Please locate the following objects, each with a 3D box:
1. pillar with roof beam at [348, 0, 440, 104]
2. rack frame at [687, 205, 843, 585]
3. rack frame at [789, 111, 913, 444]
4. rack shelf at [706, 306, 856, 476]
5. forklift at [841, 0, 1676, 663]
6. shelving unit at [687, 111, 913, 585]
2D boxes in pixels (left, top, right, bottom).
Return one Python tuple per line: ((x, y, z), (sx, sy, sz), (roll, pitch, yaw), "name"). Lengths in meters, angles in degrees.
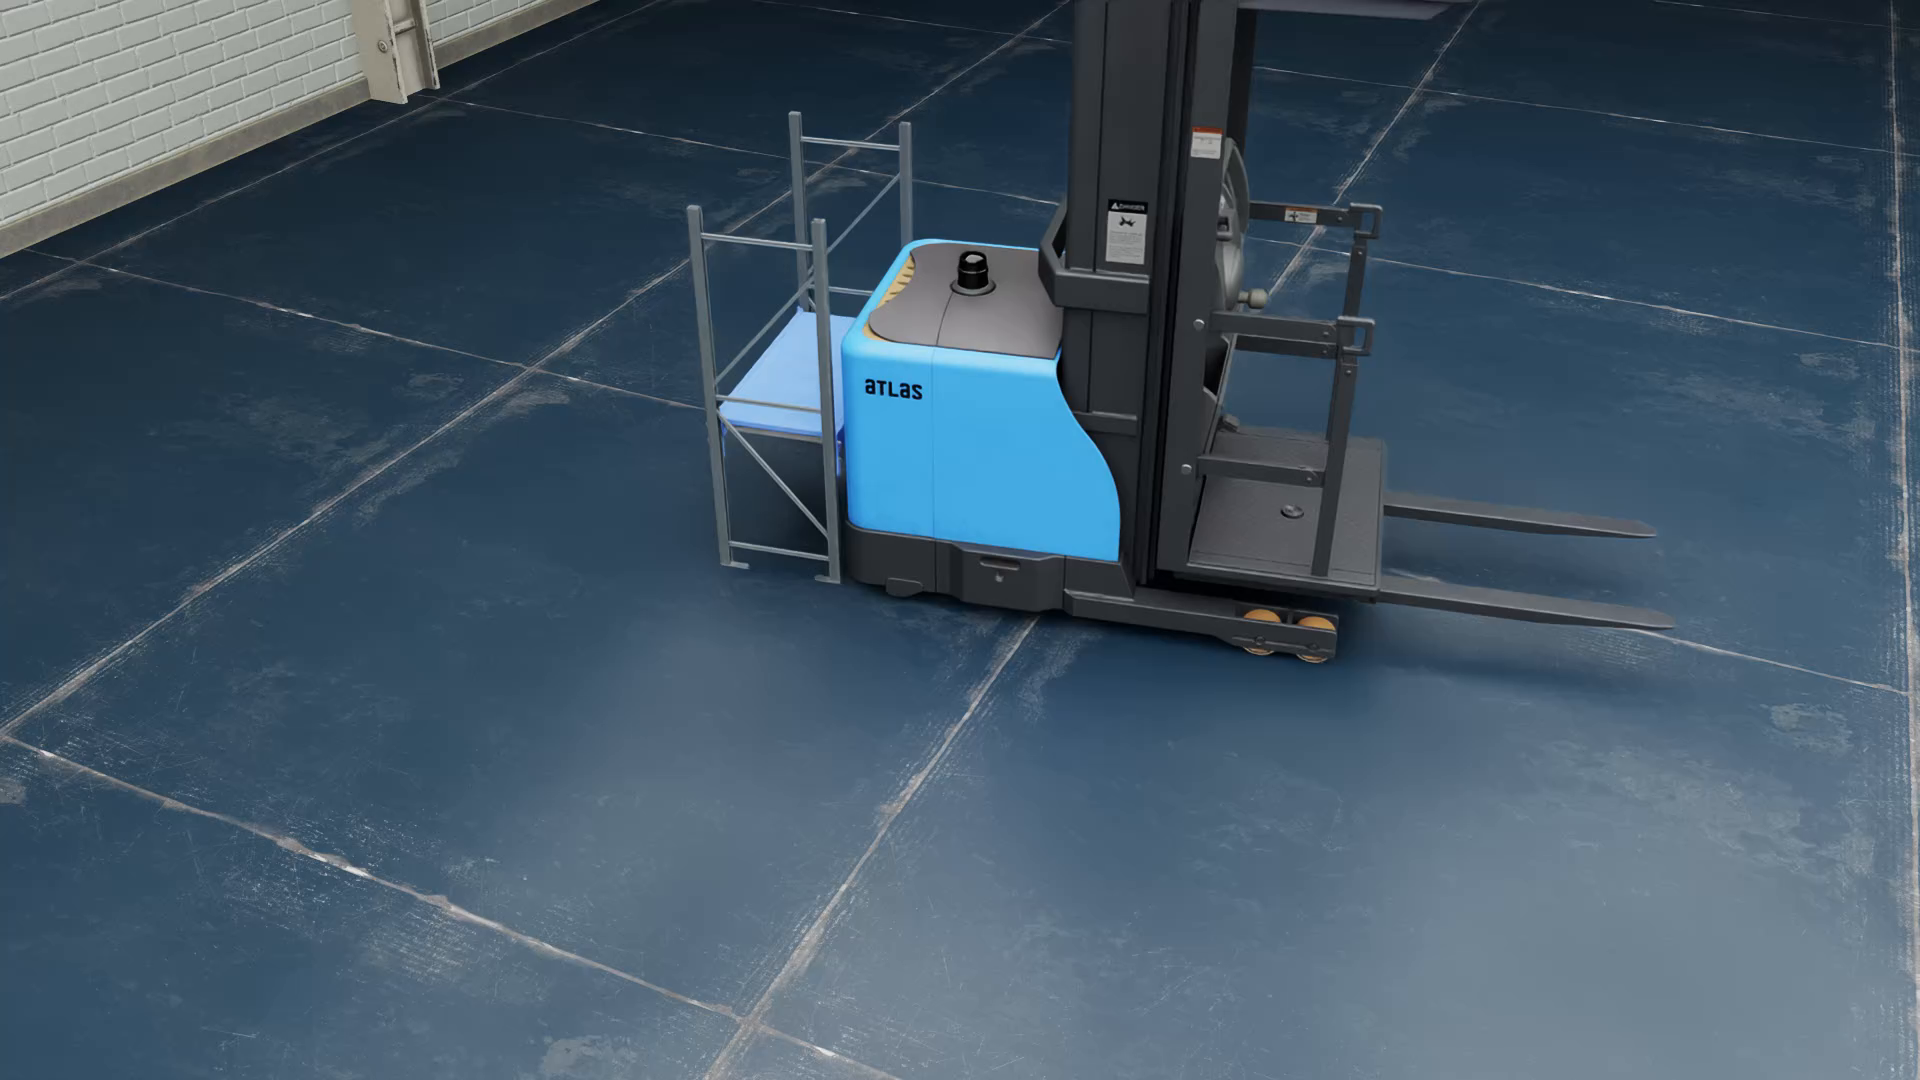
((0.085, -5.856, 7.474), (9.100, 9.000, 0.400), (14, 36, 20), "pillar with roof beam")
((-0.705, -0.497, 6.141), (0.500, 1.500, 0.032), (9, 34, 13), "rack frame")
((-0.435, -1.035, 6.960), (0.500, 1.500, 0.032), (9, 34, 13), "rack frame")
((-0.570, -0.616, 6.649), (0.538, 0.185, 1.000), (9, 34, 13), "rack shelf")
((1.133, -1.101, 5.756), (3.031, 2.935, 1.130), (7, 34, 11), "forklift")
((-0.570, -0.766, 6.551), (0.538, 1.500, 1.048), (9, 34, 13), "shelving unit")
